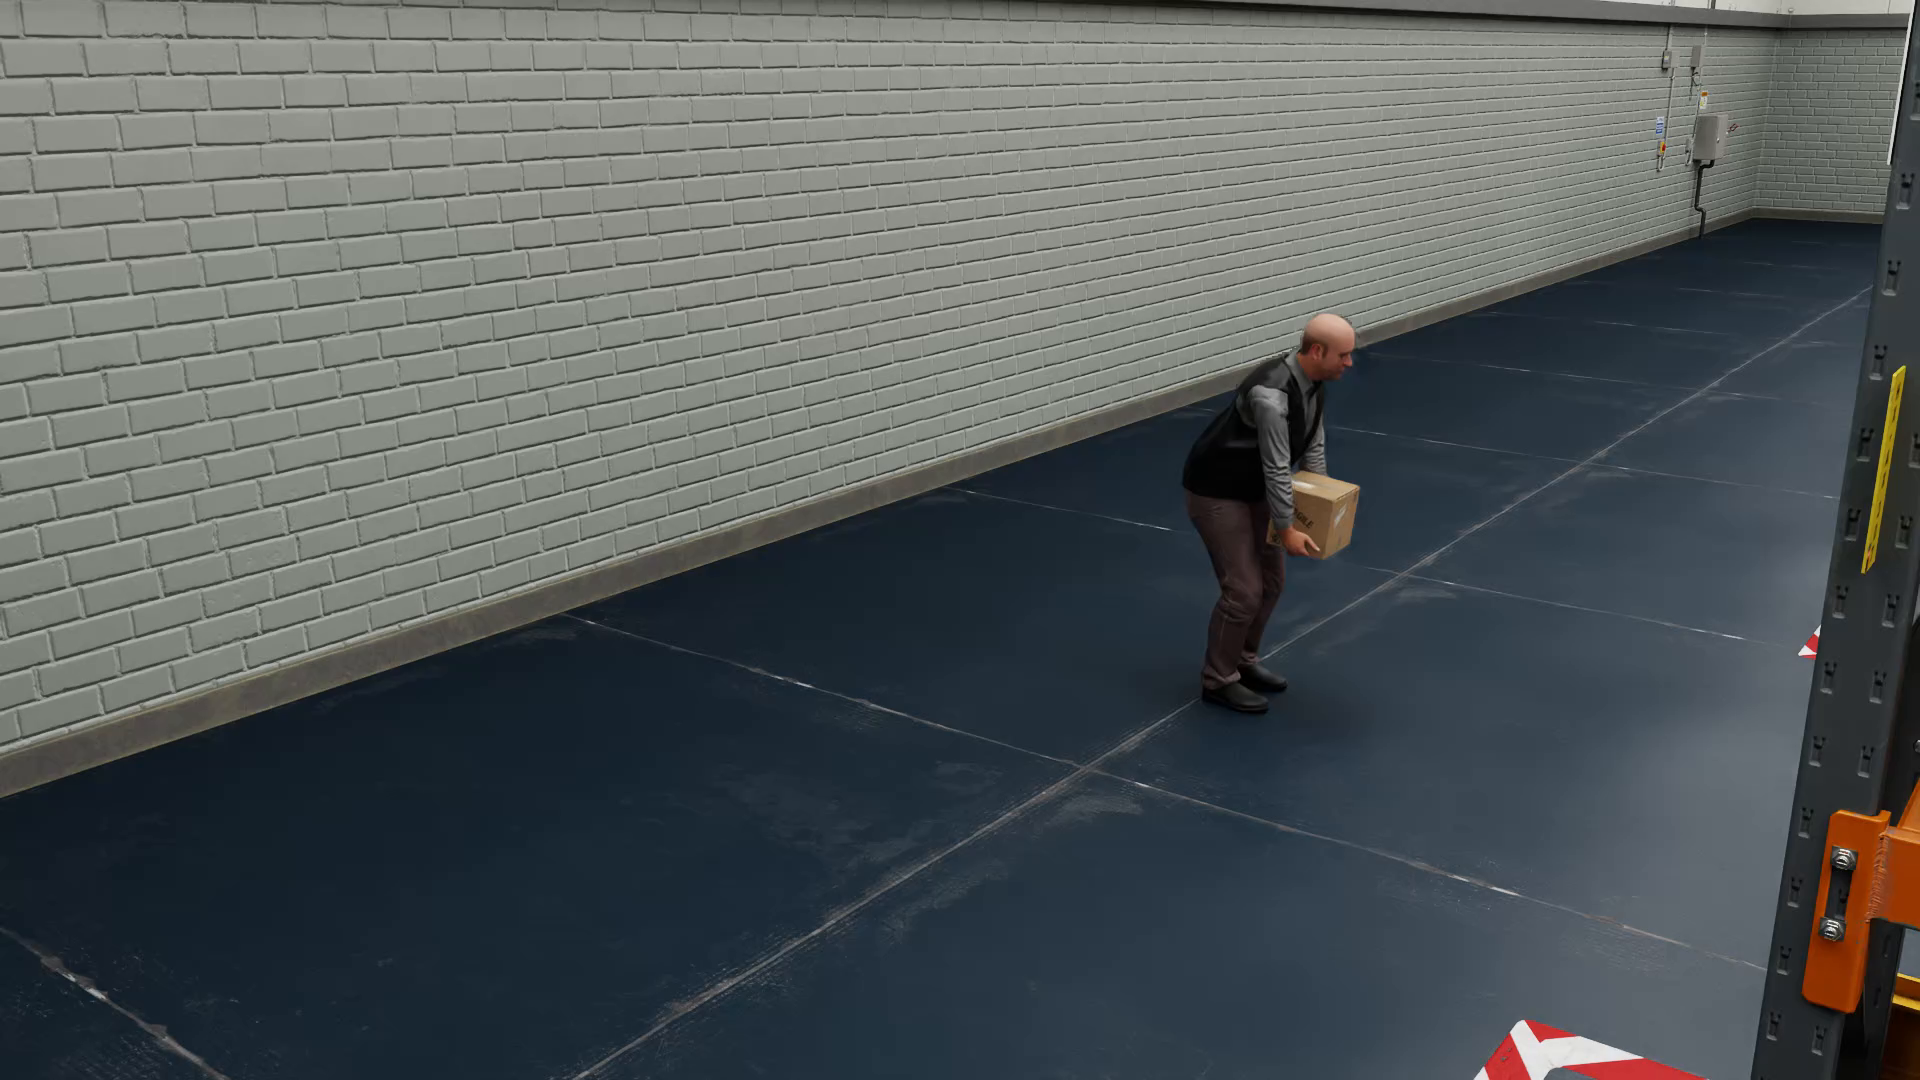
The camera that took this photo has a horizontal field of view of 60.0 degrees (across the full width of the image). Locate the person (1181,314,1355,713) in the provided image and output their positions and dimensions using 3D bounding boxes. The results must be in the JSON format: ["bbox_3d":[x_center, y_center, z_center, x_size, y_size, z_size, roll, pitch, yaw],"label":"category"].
[{"bbox_3d":[1.228,-0.121,6.688,0.644,1.616,0.473,11,20,34],"label":"person"}]
